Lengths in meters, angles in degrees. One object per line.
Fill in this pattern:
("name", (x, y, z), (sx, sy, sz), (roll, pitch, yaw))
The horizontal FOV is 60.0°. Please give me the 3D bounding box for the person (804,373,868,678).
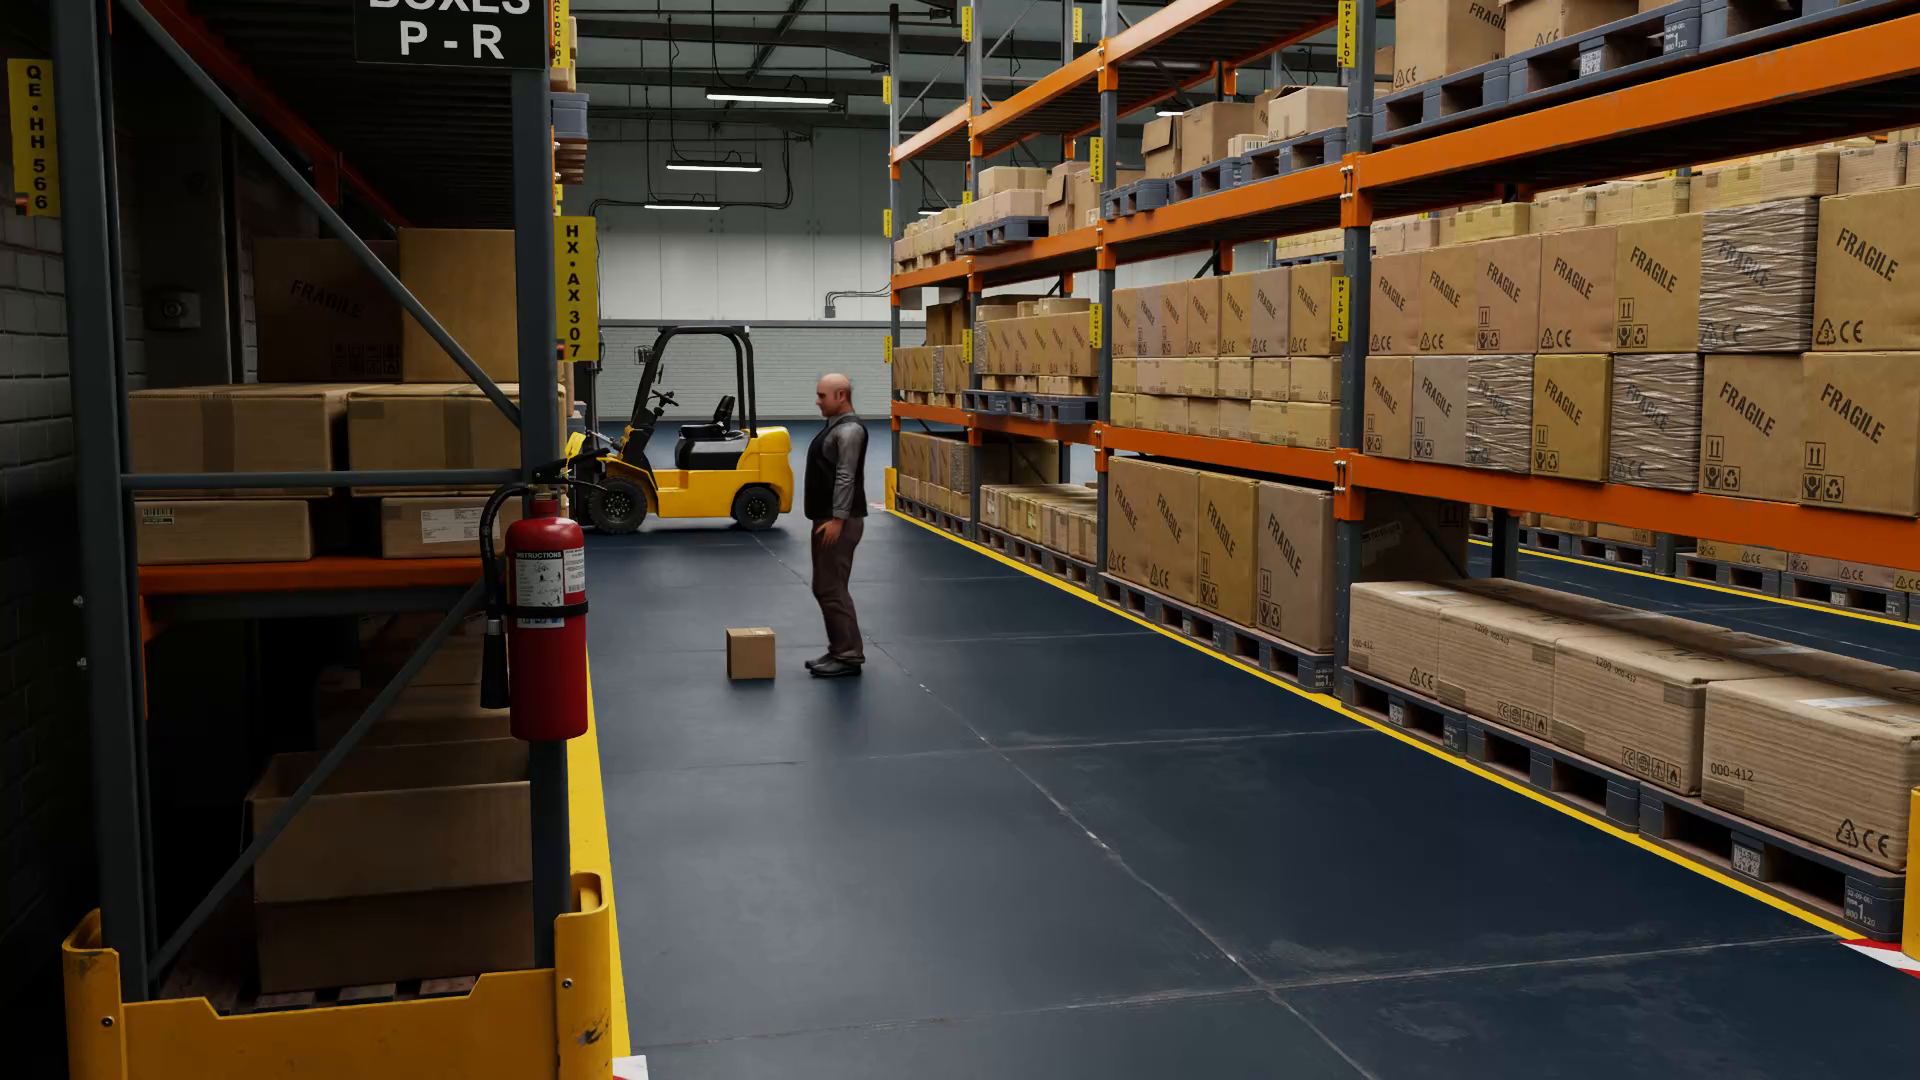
("person", (-0.706, -0.088, 9.469), (0.357, 1.719, 0.533), (-1, 6, -13))
